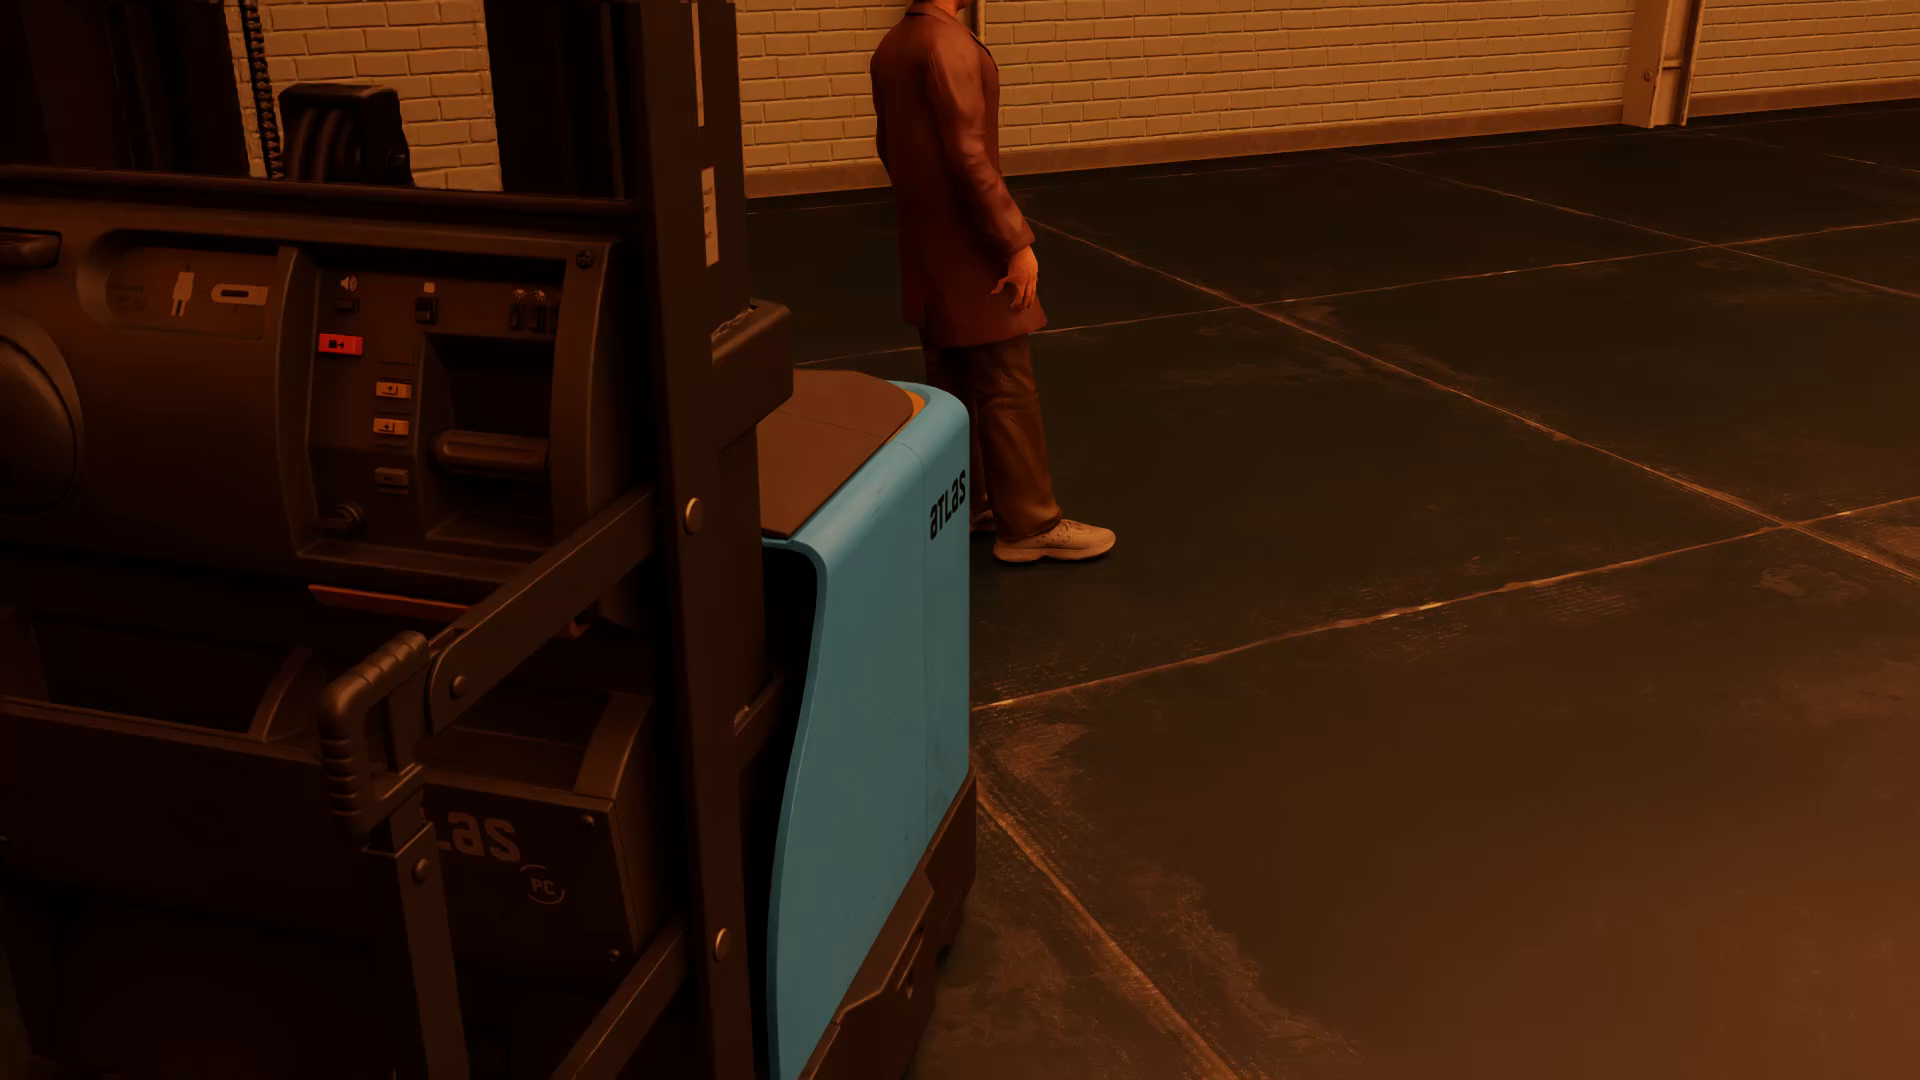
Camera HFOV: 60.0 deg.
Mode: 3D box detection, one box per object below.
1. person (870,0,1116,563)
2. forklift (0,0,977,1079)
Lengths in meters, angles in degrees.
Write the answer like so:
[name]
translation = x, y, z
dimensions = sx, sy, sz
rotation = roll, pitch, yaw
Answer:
[person]
translation = 0.084, -0.841, 4.794
dimensions = 0.582, 1.776, 0.696
rotation = -10, 25, -23
[forklift]
translation = -0.870, -0.149, 1.645
dimensions = 1.130, 2.935, 3.031
rotation = 6, 23, 15
